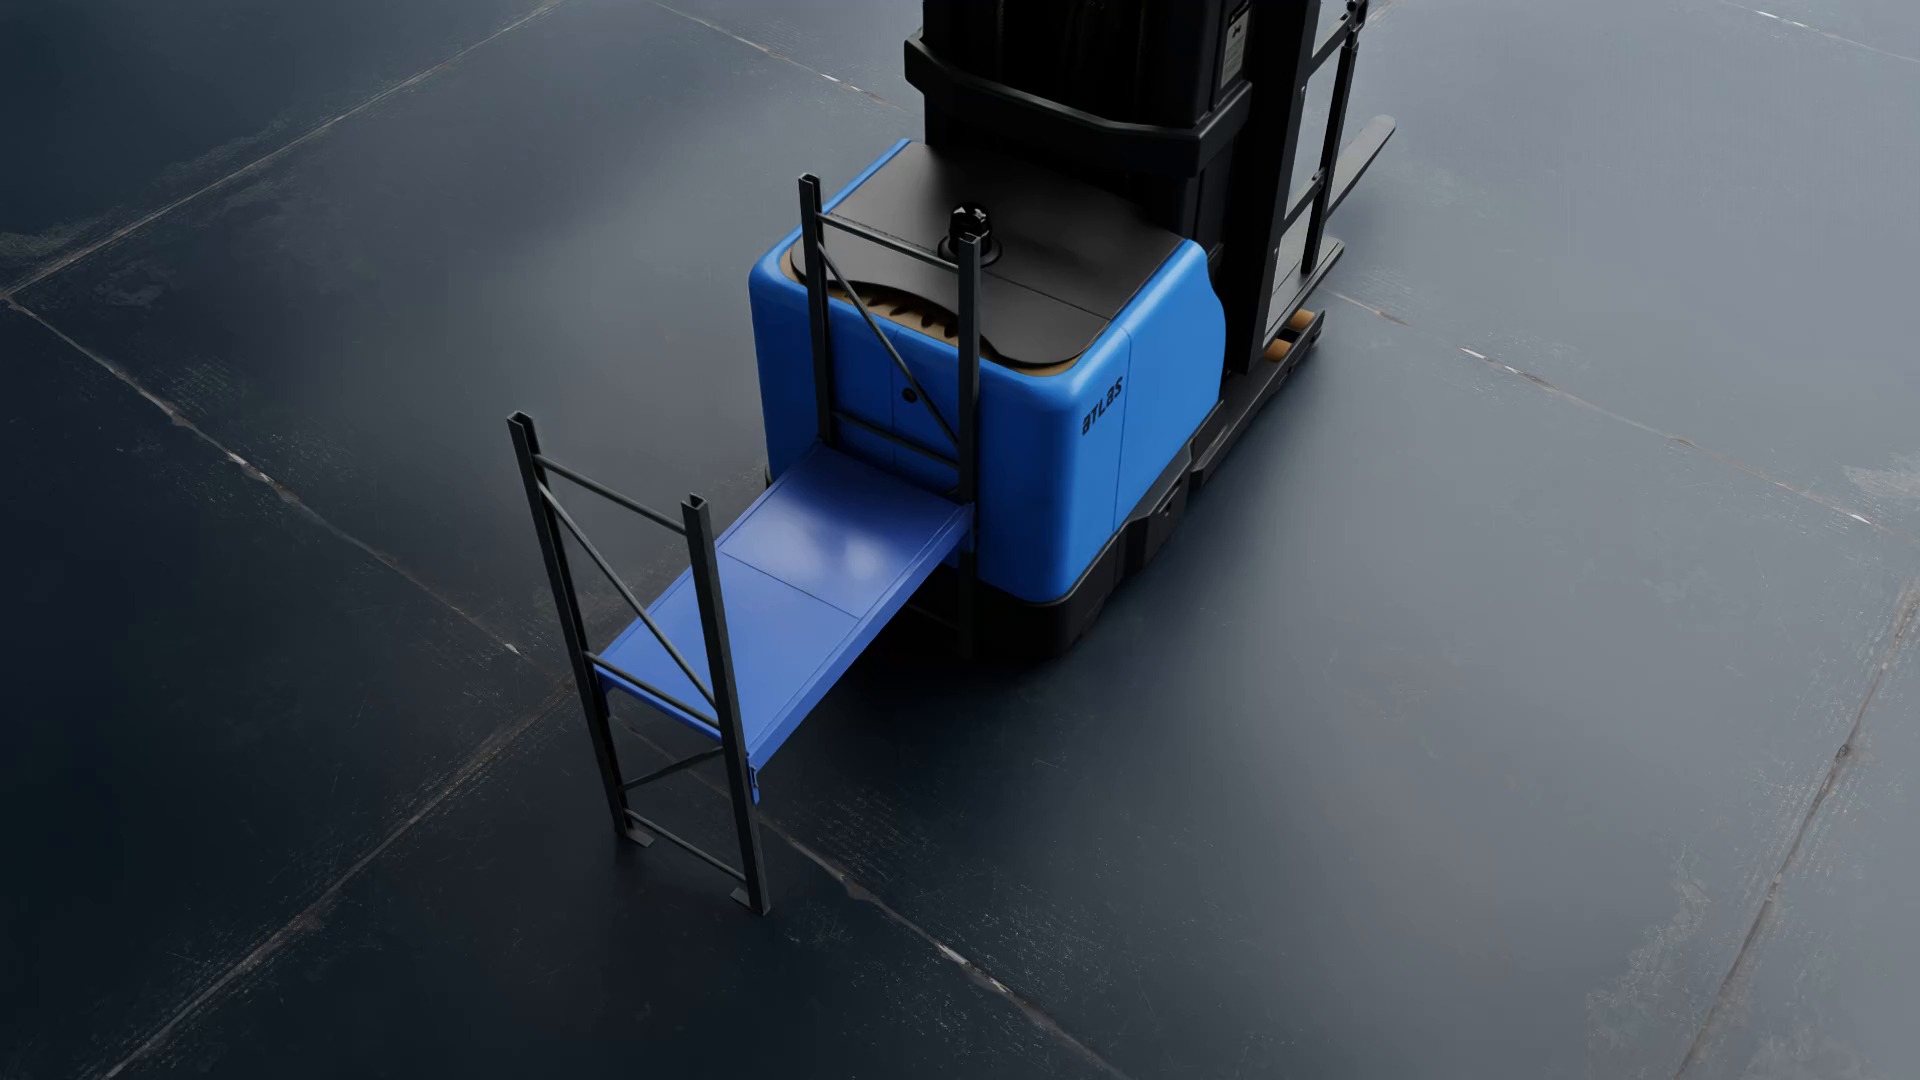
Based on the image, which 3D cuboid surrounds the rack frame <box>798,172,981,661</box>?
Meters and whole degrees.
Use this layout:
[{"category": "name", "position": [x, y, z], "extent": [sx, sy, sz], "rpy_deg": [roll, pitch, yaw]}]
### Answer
[{"category": "rack frame", "position": [-0.171, -0.268, 4.468], "extent": [0.500, 1.500, 0.032], "rpy_deg": [24, 51, 22]}]

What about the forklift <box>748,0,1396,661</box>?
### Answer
[{"category": "forklift", "position": [0.621, -1.710, 4.856], "extent": [1.130, 2.935, 3.031], "rpy_deg": [24, 51, 22]}]

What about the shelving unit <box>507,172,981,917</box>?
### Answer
[{"category": "shelving unit", "position": [-0.442, 0.044, 4.171], "extent": [0.538, 1.500, 1.048], "rpy_deg": [24, 51, 22]}]

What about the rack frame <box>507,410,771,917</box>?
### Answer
[{"category": "rack frame", "position": [-0.712, 0.355, 3.874], "extent": [0.500, 1.500, 0.032], "rpy_deg": [24, 51, 22]}]

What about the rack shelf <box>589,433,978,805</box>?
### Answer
[{"category": "rack shelf", "position": [-0.442, 0.168, 4.301], "extent": [0.538, 0.185, 1.000], "rpy_deg": [24, 51, 22]}]
